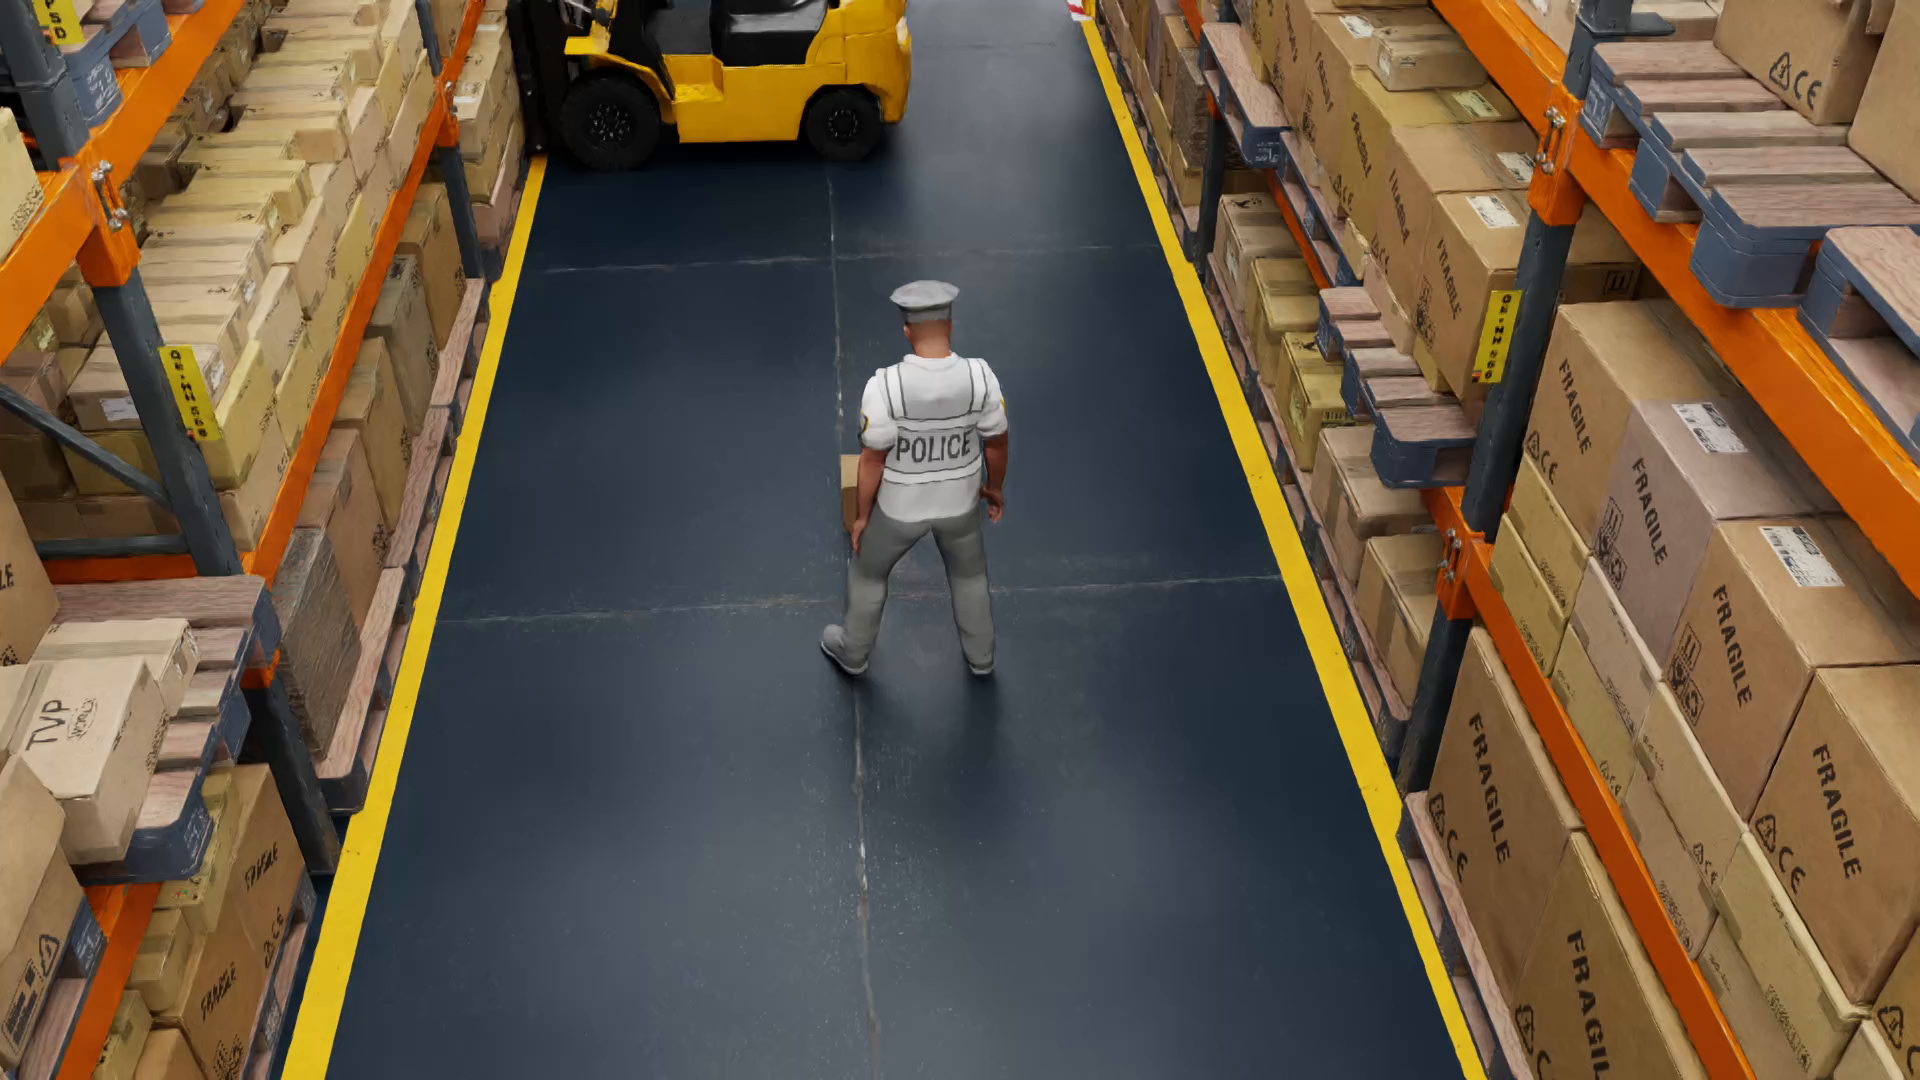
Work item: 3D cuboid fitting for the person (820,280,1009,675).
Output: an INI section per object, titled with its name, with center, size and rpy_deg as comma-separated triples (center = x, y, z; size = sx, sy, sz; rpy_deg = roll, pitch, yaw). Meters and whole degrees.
[person]
center = -0.192, -0.185, 6.358
size = 0.714, 1.740, 0.495
rpy_deg = -10, 40, -12
